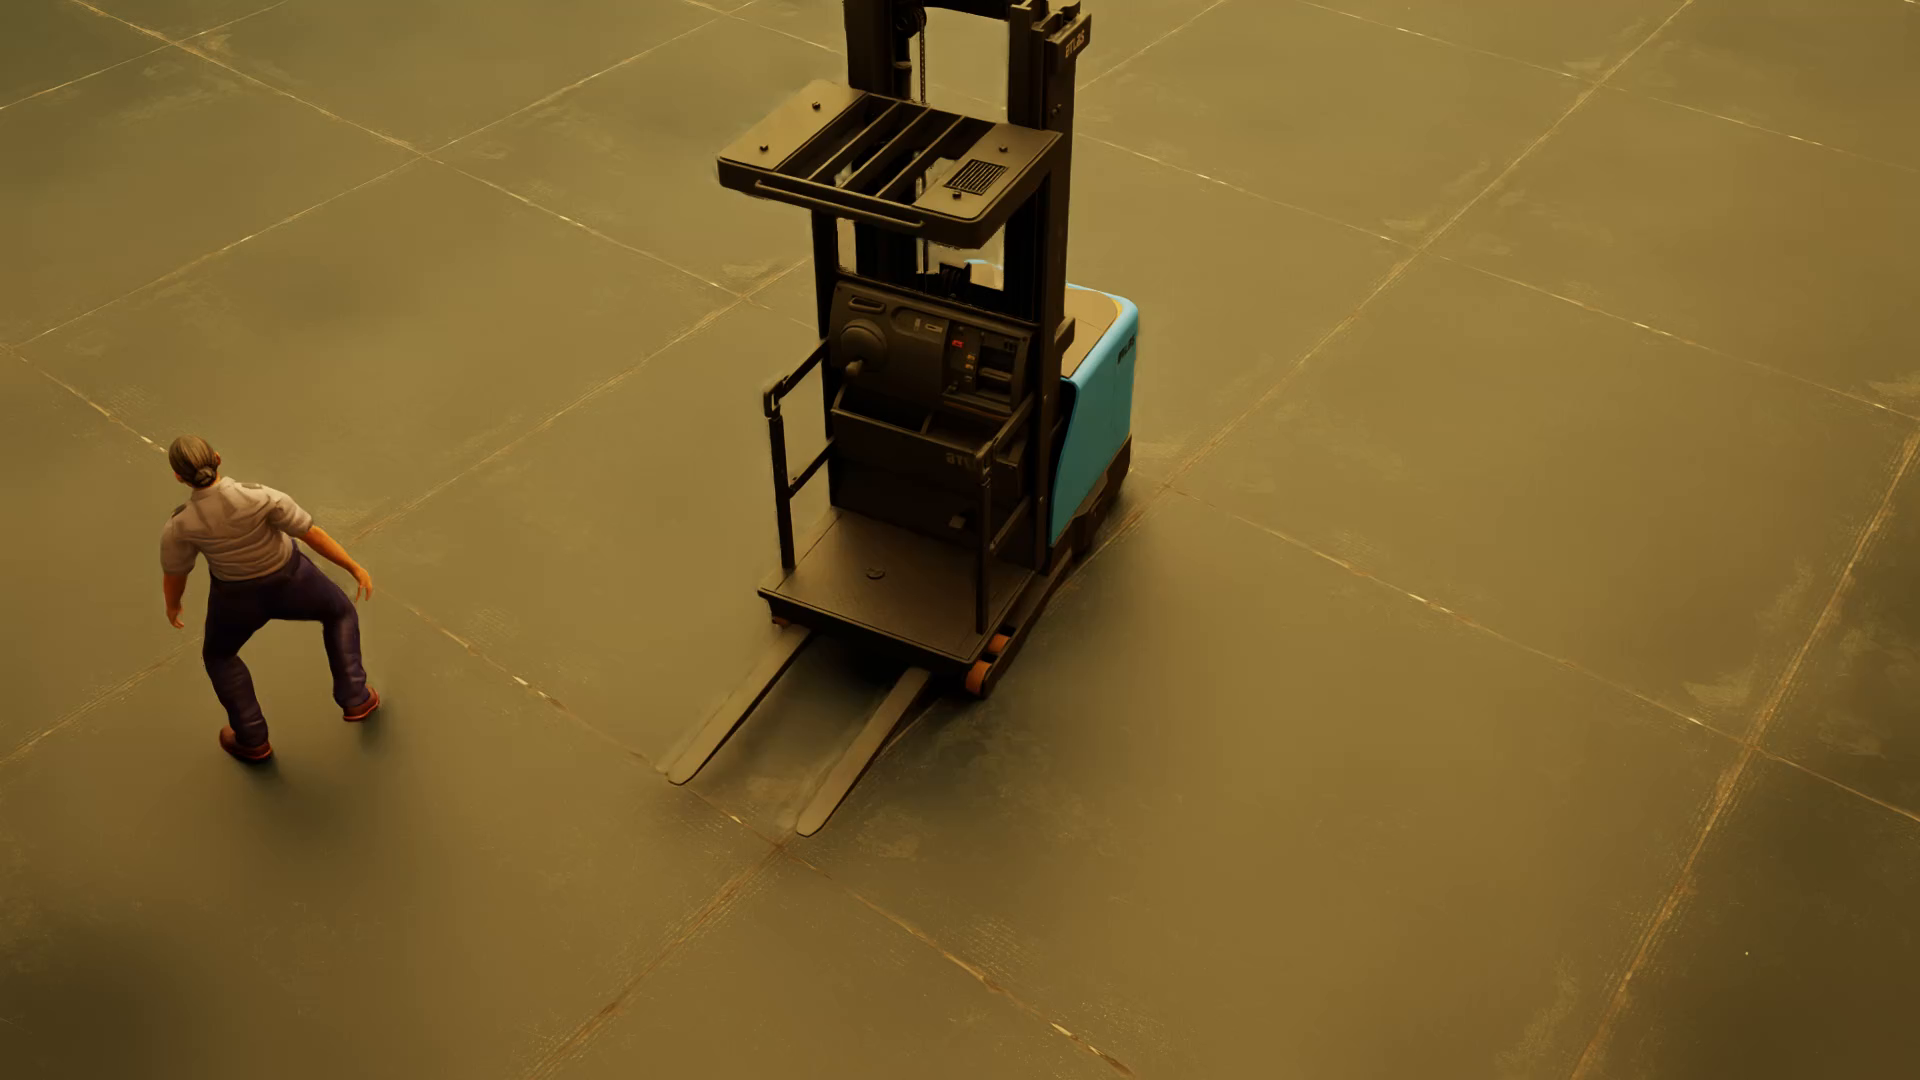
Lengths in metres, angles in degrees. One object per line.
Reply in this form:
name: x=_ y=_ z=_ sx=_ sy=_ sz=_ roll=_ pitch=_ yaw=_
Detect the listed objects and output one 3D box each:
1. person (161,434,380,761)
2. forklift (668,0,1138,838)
person: x=-2.880 y=0.198 z=6.907 sx=0.830 sy=1.571 sz=0.484 roll=-12 pitch=42 yaw=-14
forklift: x=-0.229 y=-0.740 z=6.942 sx=1.130 sy=2.935 sz=3.031 roll=18 pitch=44 yaw=20
